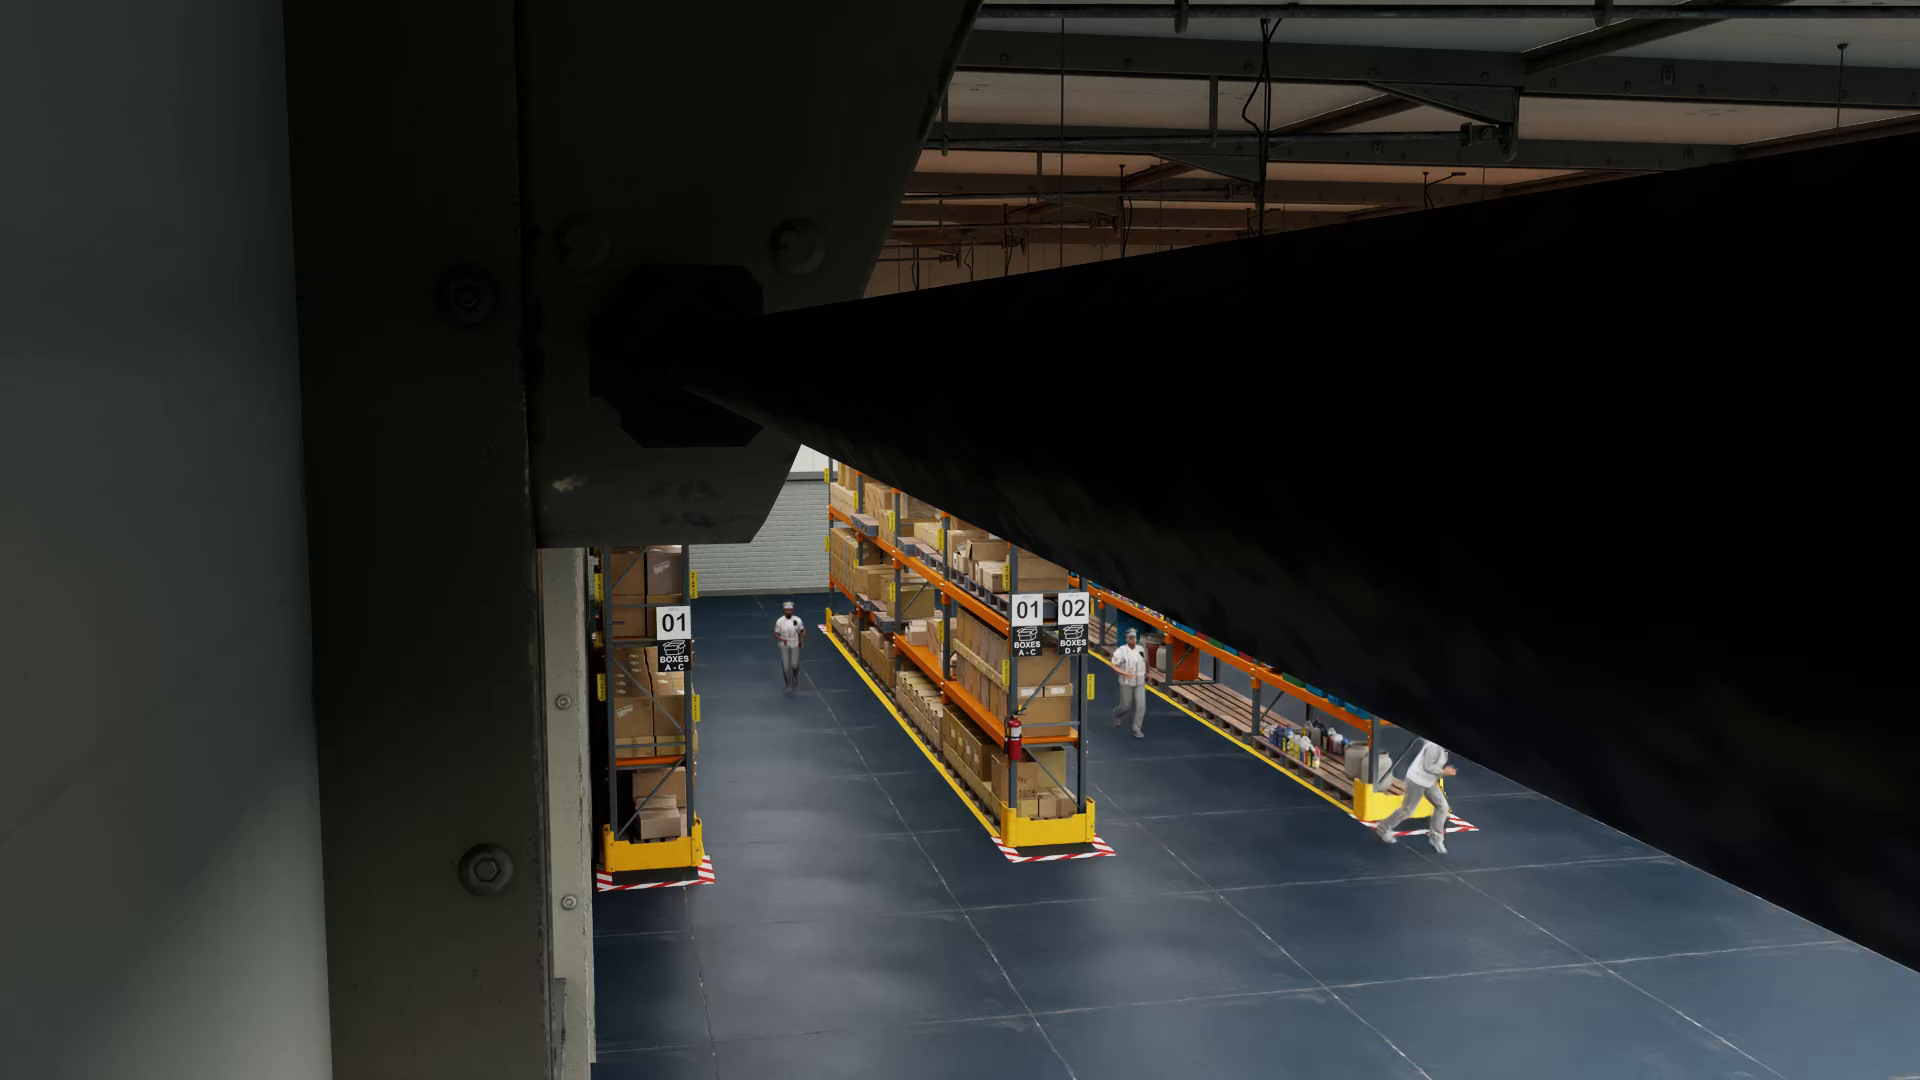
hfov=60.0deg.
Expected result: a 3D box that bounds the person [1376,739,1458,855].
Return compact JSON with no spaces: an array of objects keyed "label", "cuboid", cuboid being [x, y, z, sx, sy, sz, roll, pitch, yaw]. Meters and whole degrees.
[{"label":"person","cuboid":[5.740,3.066,20.772,1.025,1.732,0.702,4,8,27]}]

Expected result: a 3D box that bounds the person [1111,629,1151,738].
[{"label":"person","cuboid":[2.765,2.281,26.845,0.674,1.740,0.782,-2,7,-19]}]

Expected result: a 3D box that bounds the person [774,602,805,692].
[{"label":"person","cuboid":[-3.091,1.942,30.127,0.543,1.661,0.529,-1,7,-7]}]
